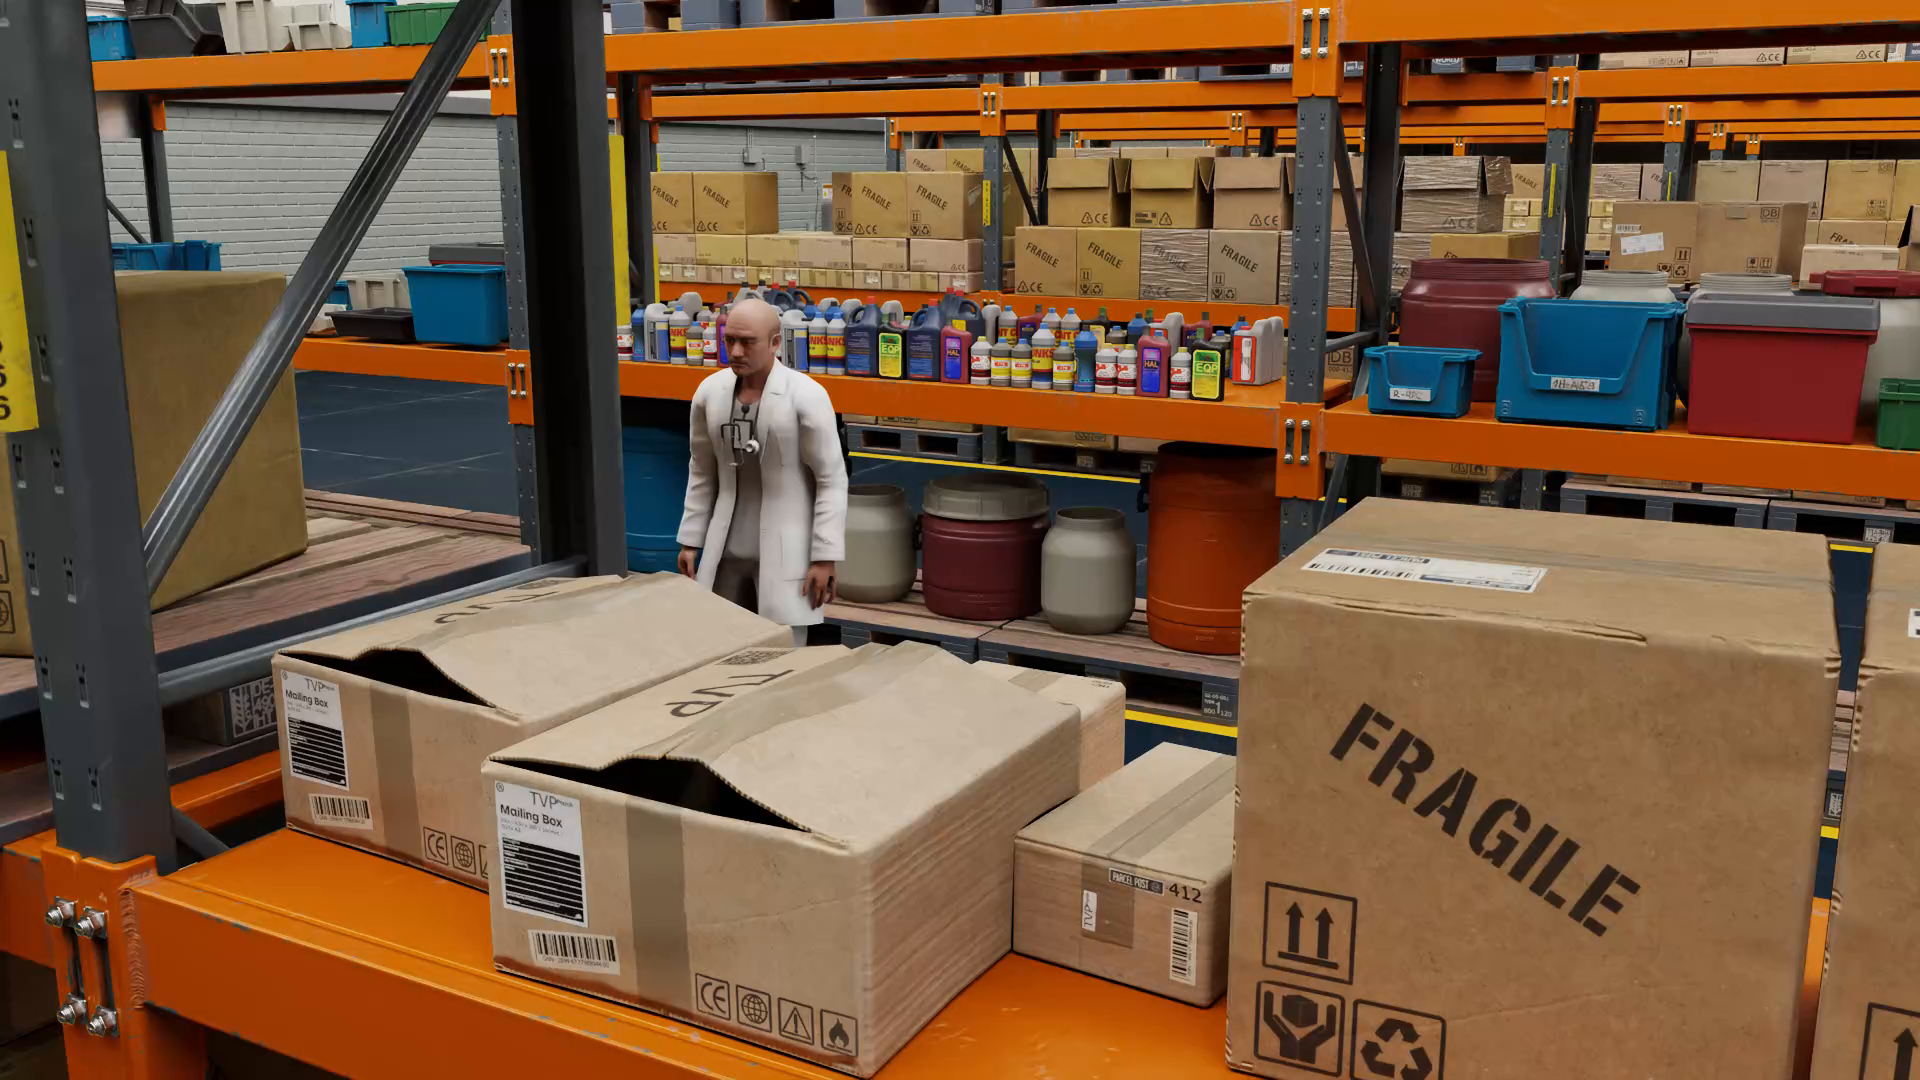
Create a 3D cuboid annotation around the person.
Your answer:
[{"bbox_3d":[-0.690,0.057,5.745,0.653,1.774,0.424,6,14,25],"label":"person"}]
